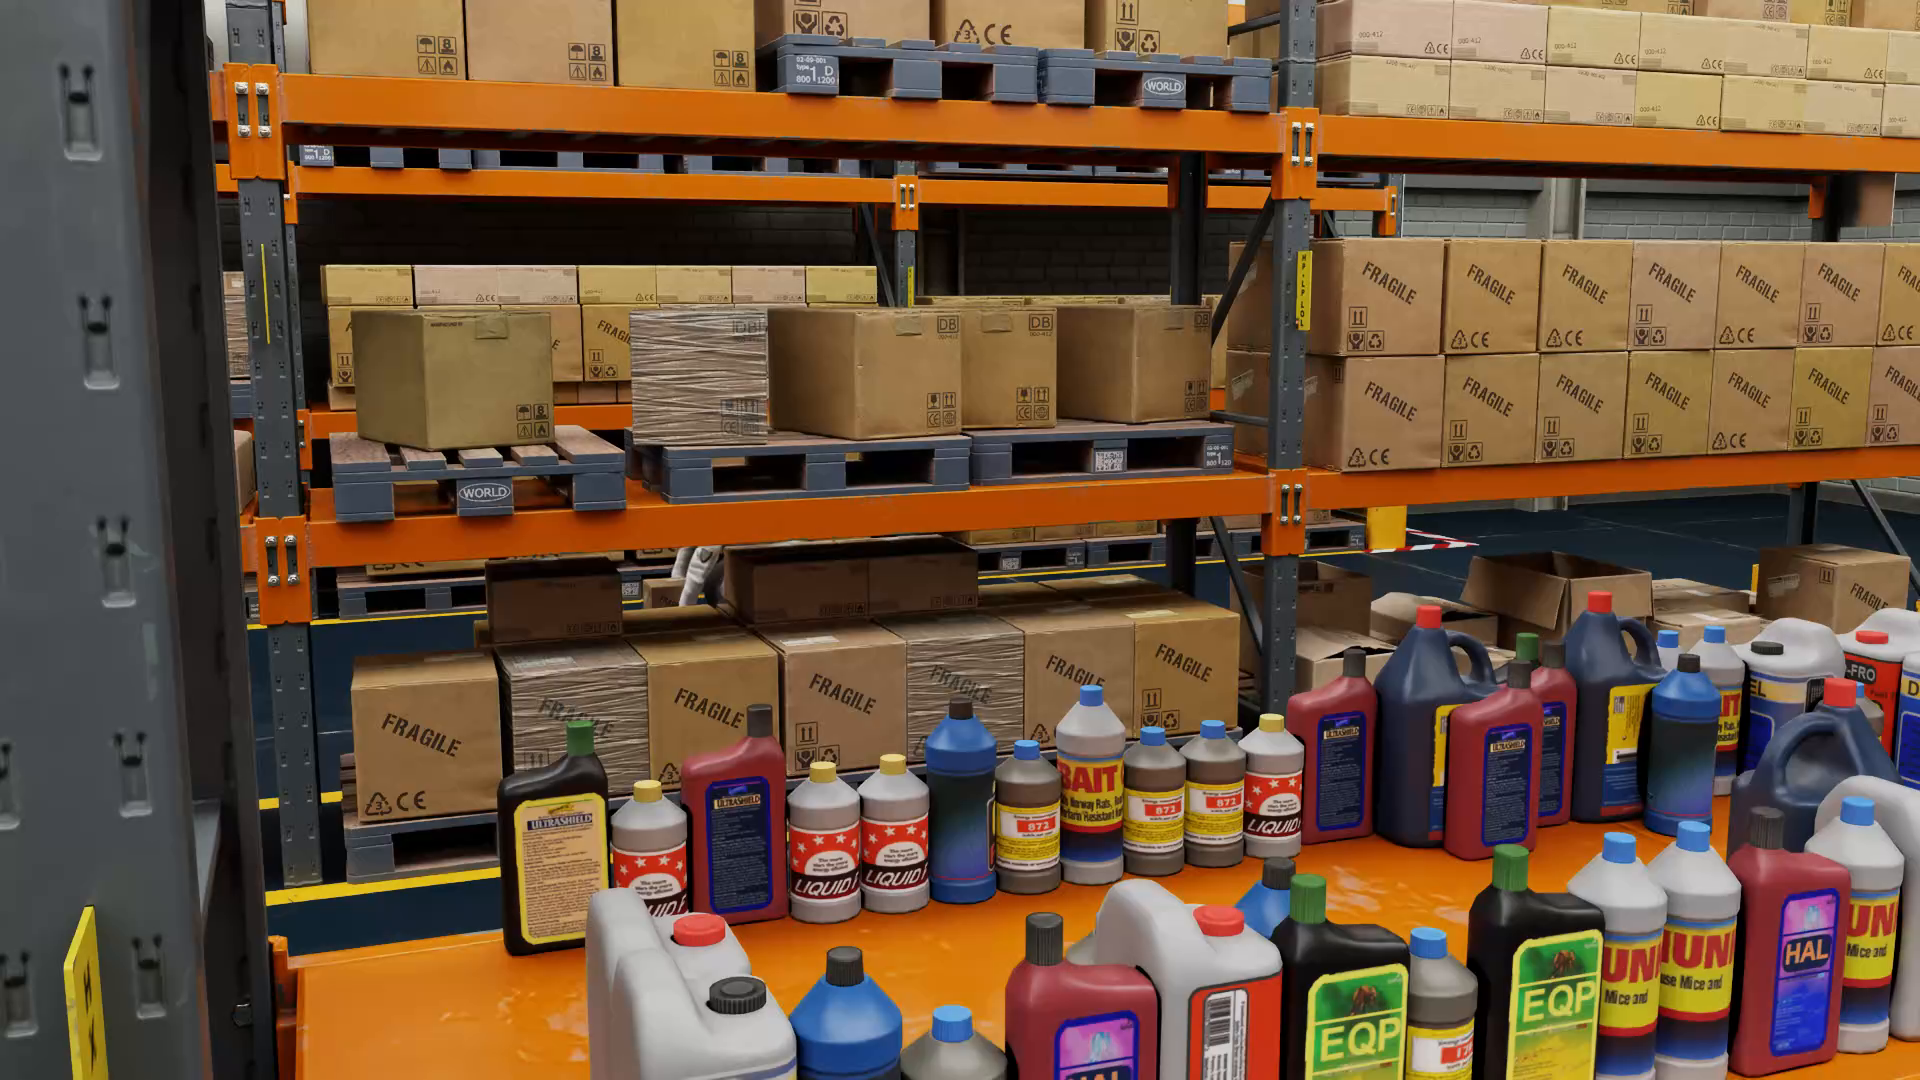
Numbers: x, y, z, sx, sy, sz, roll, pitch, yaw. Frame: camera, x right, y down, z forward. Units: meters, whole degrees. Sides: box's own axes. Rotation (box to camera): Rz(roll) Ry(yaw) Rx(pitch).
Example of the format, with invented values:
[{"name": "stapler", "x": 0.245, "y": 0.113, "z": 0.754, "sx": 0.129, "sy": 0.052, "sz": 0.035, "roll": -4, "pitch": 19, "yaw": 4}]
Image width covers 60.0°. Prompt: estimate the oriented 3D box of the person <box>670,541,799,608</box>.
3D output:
[{"name": "person", "x": -1.346, "y": 0.183, "z": 9.401, "sx": 0.910, "sy": 0.983, "sz": 0.455, "roll": -4, "pitch": 10, "yaw": -23}]
